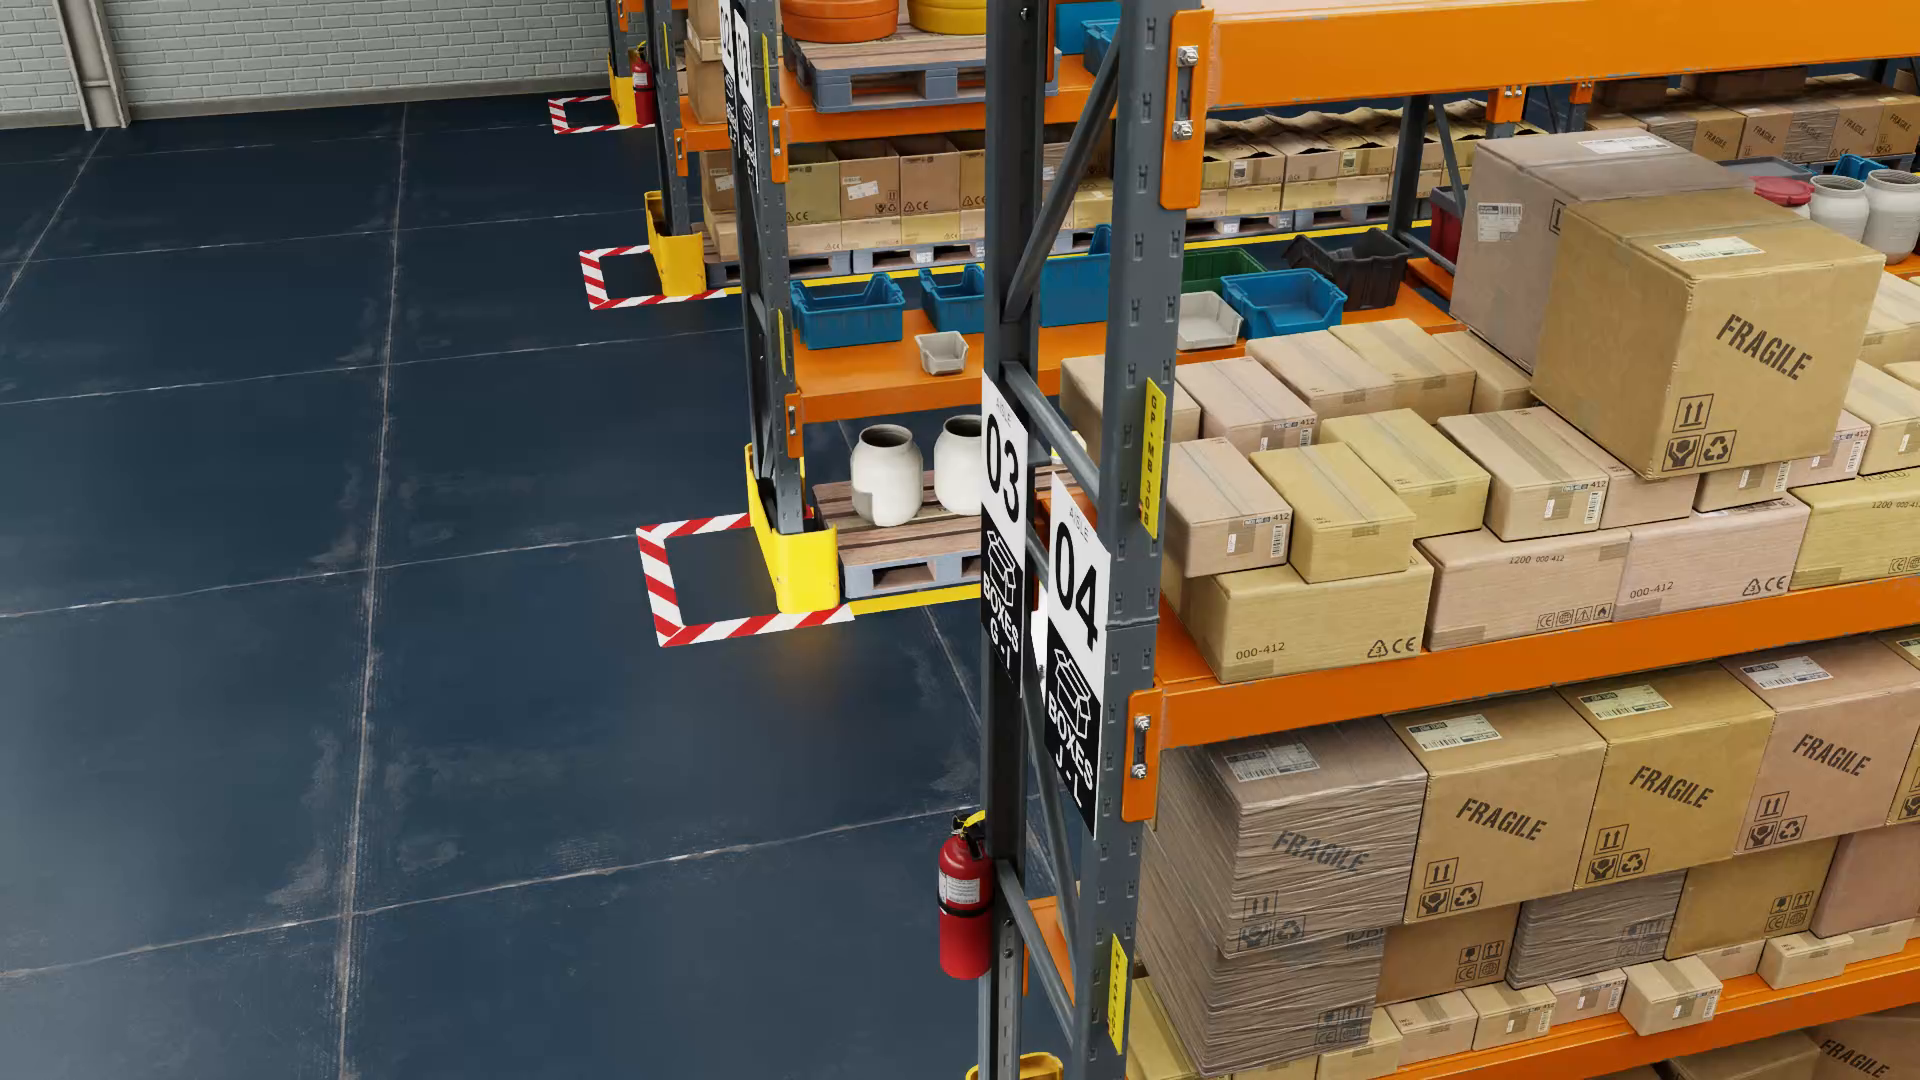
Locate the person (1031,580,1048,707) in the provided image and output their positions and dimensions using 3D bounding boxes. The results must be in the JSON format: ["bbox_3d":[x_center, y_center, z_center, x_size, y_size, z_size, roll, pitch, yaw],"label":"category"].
[{"bbox_3d":[0.674,0.552,8.085,0.975,0.939,0.499,-9,31,-16],"label":"person"}]
